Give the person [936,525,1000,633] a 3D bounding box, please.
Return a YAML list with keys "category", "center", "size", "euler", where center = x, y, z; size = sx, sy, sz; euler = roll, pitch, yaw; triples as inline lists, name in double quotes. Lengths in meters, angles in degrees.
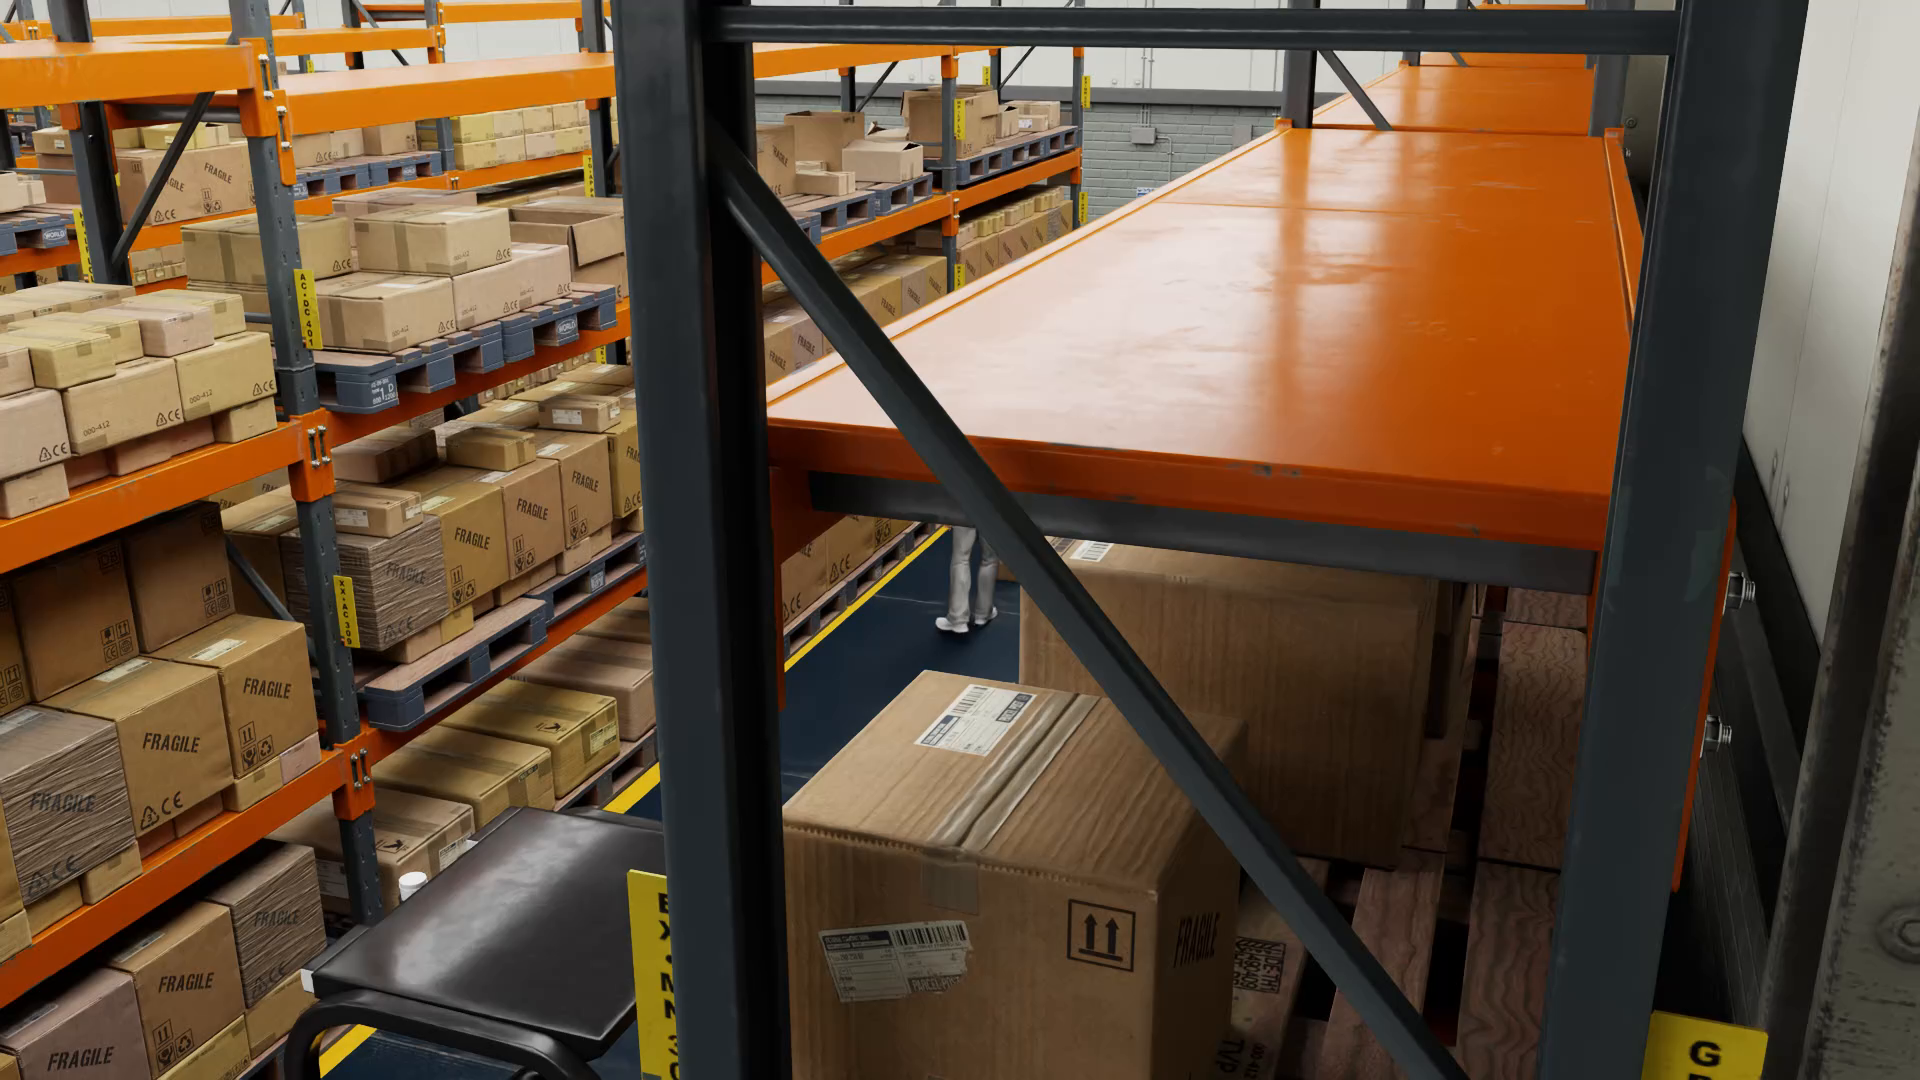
- category: "person"
  center: [0.096, -0.153, 12.015]
  size: [0.527, 1.669, 0.600]
  euler: [2, 19, 6]
